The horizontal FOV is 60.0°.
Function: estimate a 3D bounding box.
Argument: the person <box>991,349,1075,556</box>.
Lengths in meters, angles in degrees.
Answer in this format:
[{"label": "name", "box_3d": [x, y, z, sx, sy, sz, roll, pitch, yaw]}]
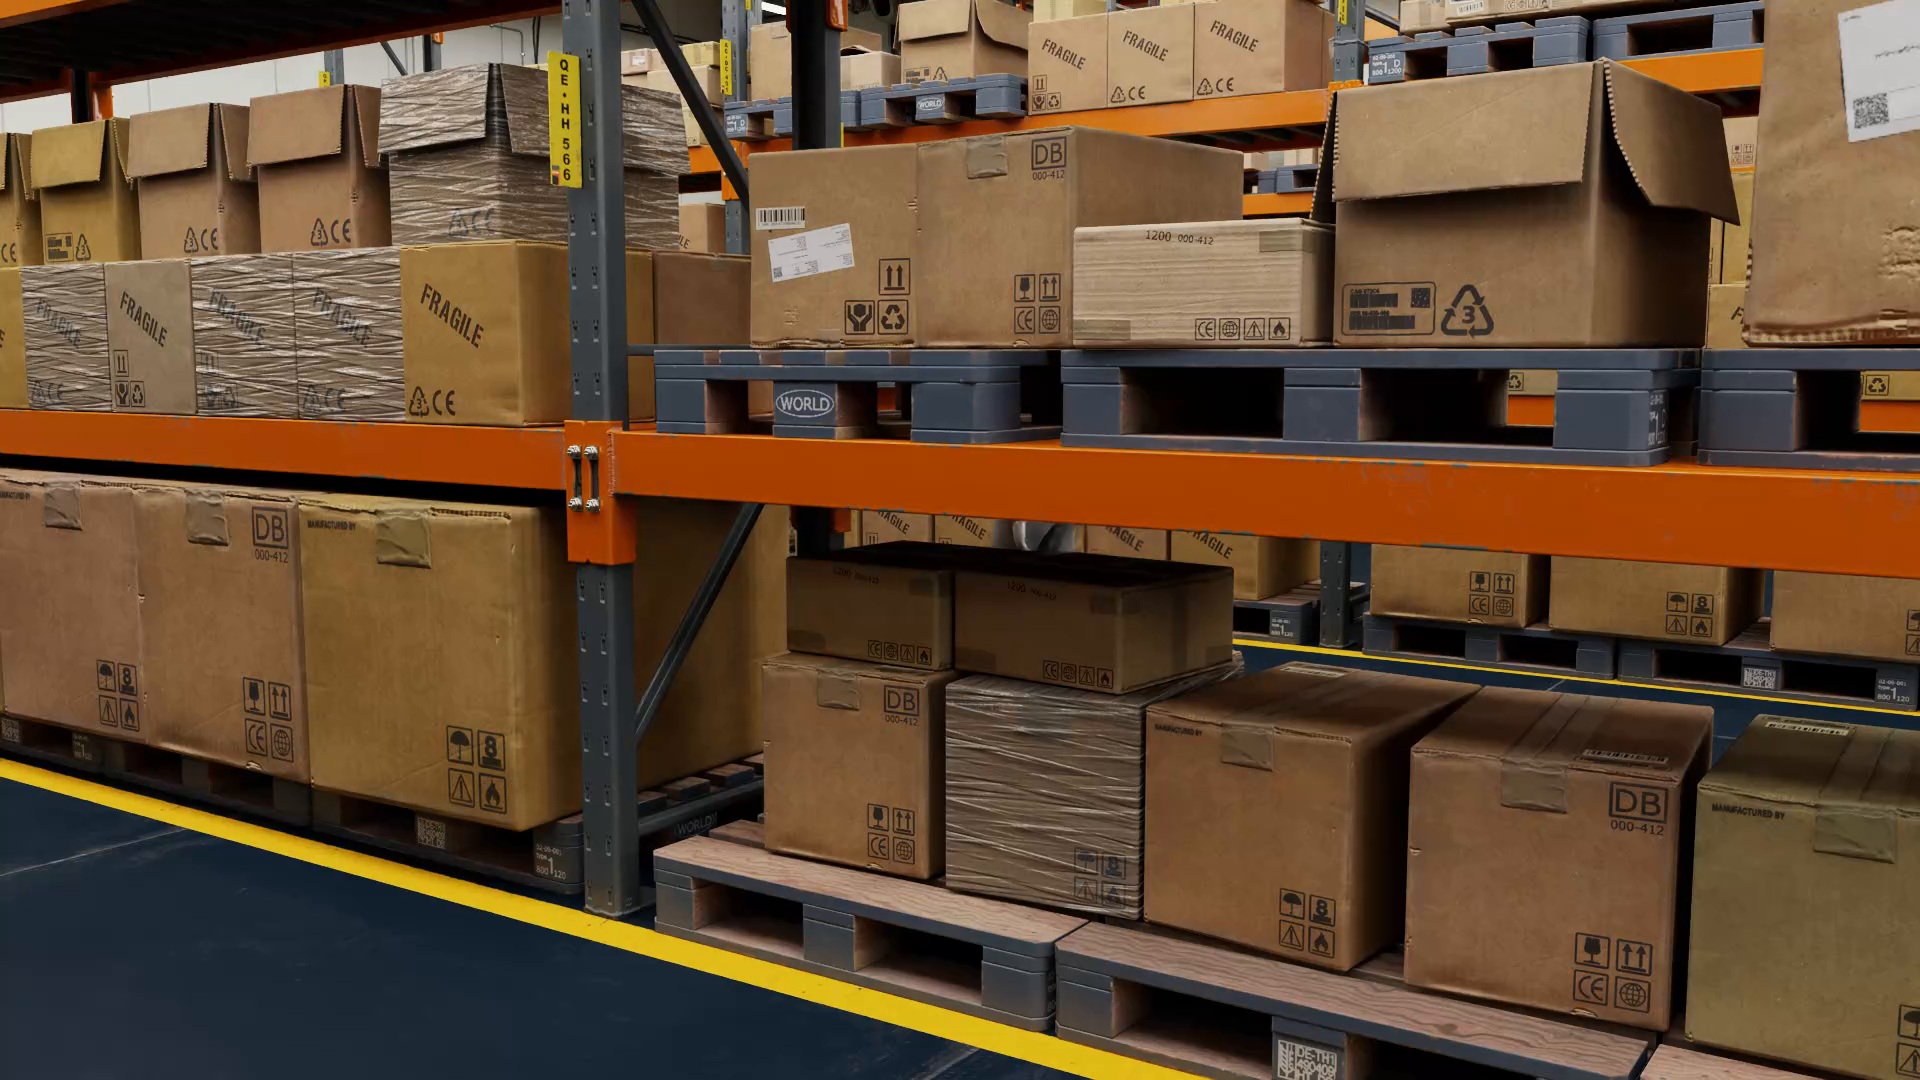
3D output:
[{"label": "person", "box_3d": [0.388, -0.124, 6.875, 0.784, 1.666, 0.527, 4, 8, 33]}]
